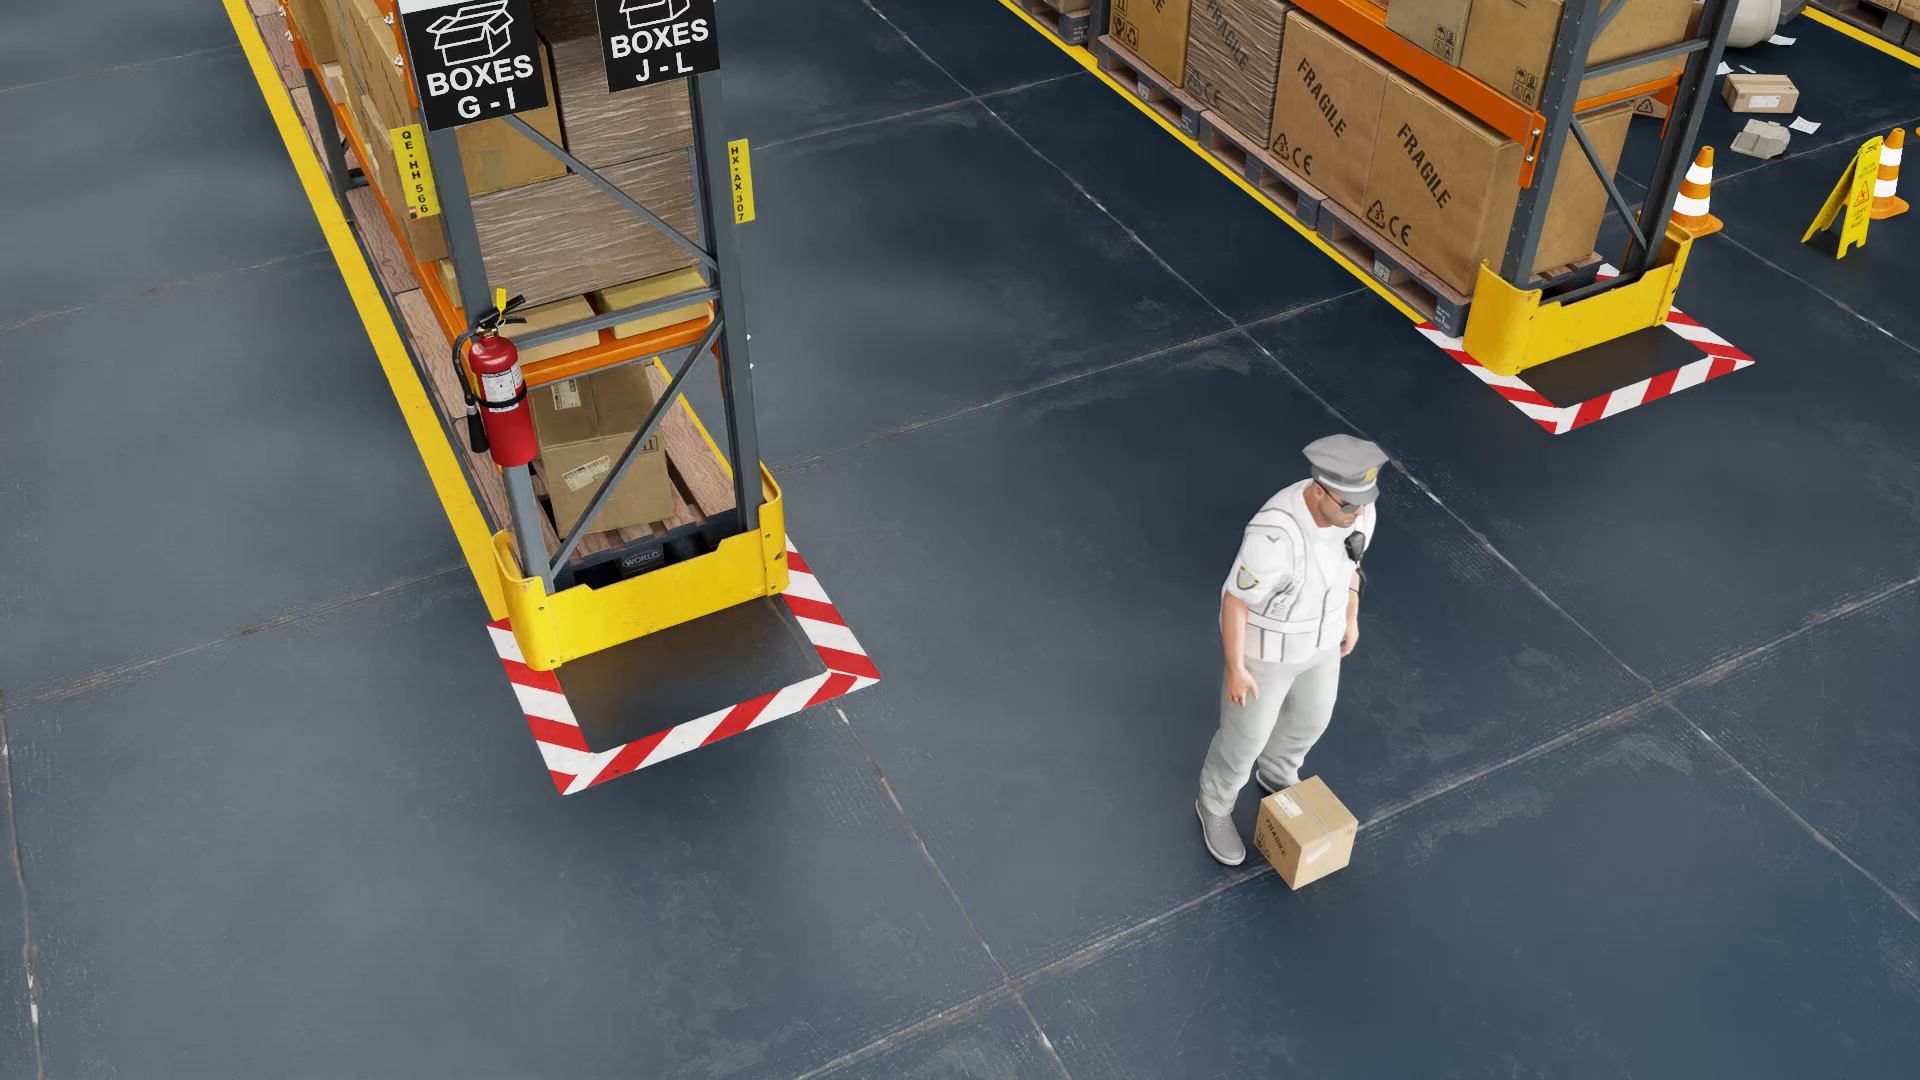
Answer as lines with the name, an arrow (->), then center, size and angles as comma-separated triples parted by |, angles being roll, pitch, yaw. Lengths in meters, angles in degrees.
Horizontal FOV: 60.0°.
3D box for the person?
person -> 1.129, 0.340, 5.761 | 0.606, 1.747, 0.436 | -22, 45, -23
